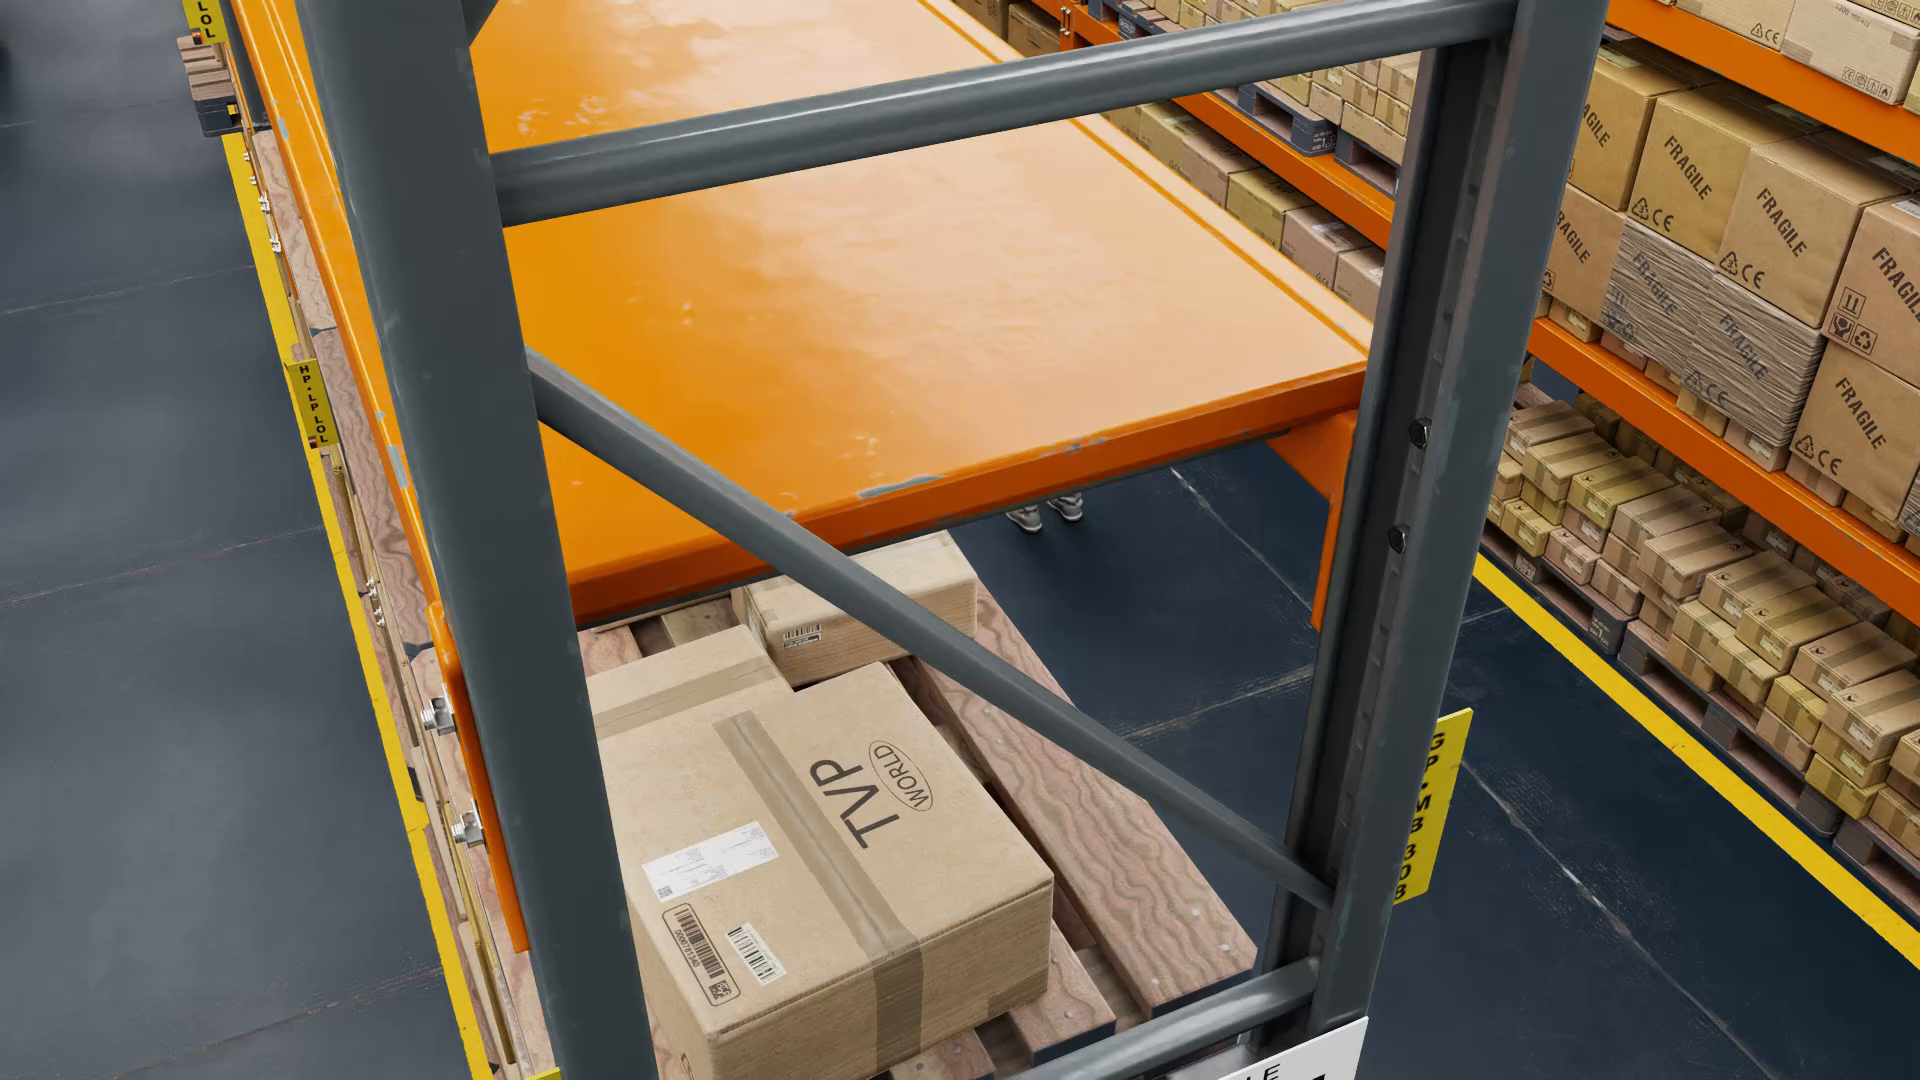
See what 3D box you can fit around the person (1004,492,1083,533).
[{"bbox_3d":[0.383,-0.768,7.915,0.508,1.604,0.485,-15,40,-19],"label":"person"}]
